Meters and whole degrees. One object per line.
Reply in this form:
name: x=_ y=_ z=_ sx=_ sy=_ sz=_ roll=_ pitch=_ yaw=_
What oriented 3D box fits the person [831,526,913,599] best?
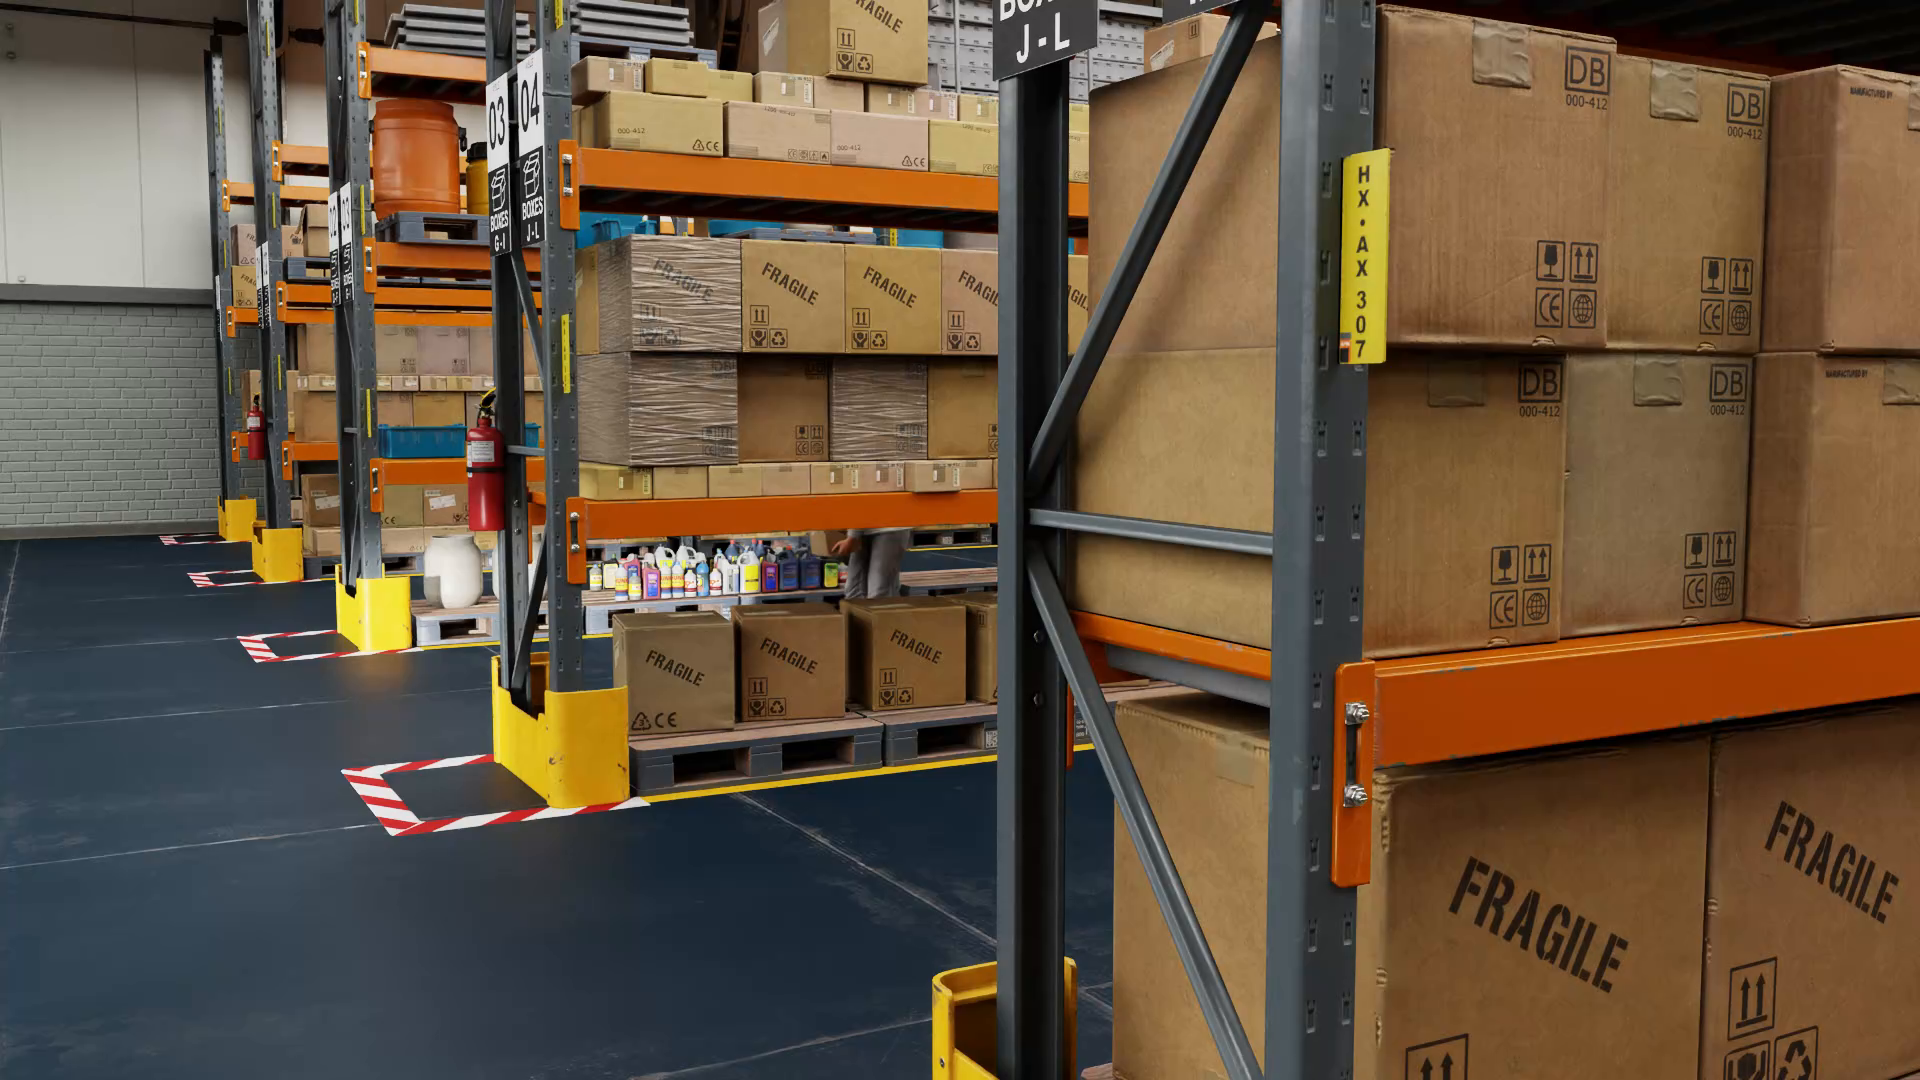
person: x=-0.614 y=-0.032 z=10.772 sx=0.605 sy=1.723 sz=0.479 roll=-3 pitch=6 yaw=-30
